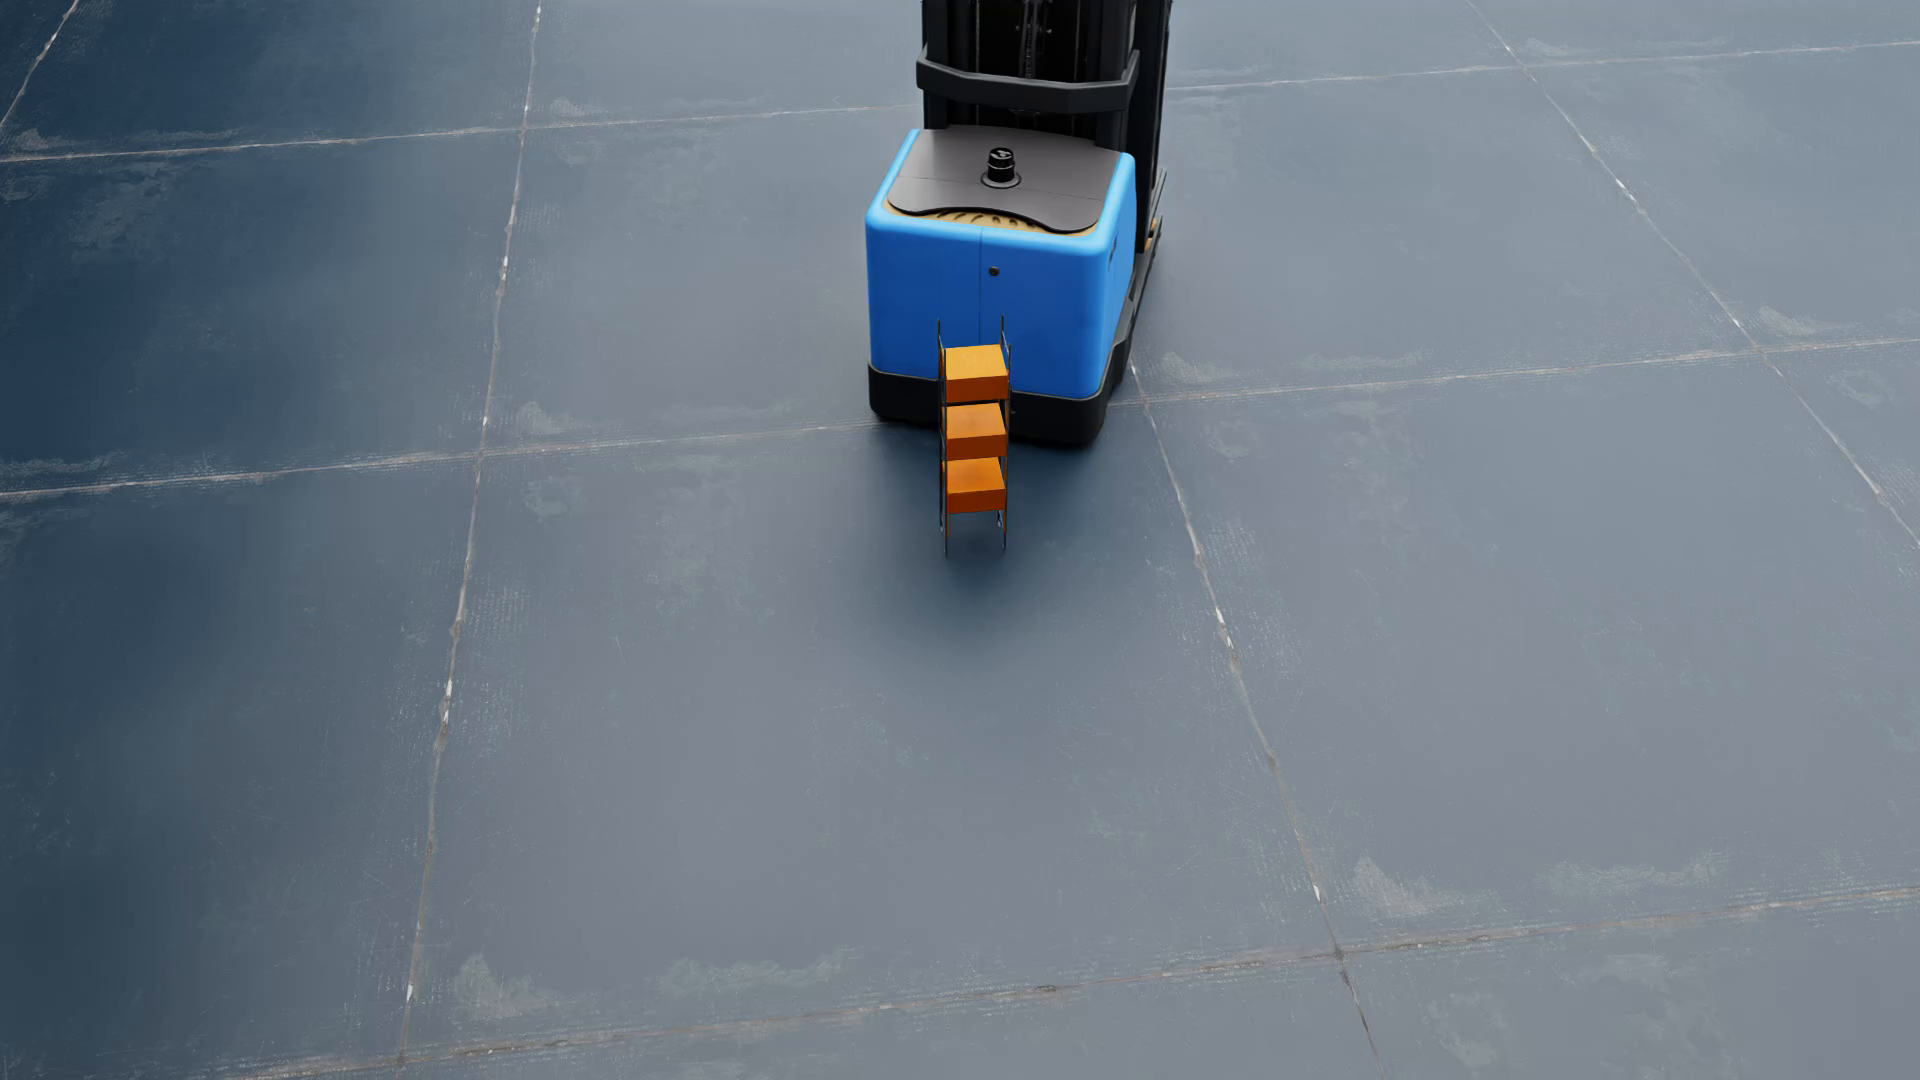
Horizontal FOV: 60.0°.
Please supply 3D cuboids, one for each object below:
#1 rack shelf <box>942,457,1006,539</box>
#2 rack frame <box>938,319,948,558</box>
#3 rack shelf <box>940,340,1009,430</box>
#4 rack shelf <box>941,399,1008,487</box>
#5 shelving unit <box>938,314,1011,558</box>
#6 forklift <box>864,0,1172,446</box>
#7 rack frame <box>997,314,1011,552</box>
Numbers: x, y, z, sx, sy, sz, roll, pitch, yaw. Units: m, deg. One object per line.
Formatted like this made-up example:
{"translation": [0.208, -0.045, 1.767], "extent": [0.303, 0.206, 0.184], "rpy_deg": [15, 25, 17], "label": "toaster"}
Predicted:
{"translation": [0.053, -0.180, 6.794], "extent": [0.240, 0.259, 0.215], "rpy_deg": [-5, 42, -6], "label": "rack shelf"}
{"translation": [-0.068, -0.384, 6.589], "extent": [0.008, 1.050, 0.200], "rpy_deg": [-5, 42, -6], "label": "rack frame"}
{"translation": [0.053, -0.597, 6.418], "extent": [0.240, 0.259, 0.215], "rpy_deg": [-5, 42, -6], "label": "rack shelf"}
{"translation": [0.053, -0.387, 6.608], "extent": [0.240, 0.259, 0.215], "rpy_deg": [-5, 42, -6], "label": "rack shelf"}
{"translation": [0.053, -0.394, 6.601], "extent": [0.252, 1.050, 0.215], "rpy_deg": [-5, 42, -6], "label": "shelving unit"}
{"translation": [0.422, -2.499, 7.529], "extent": [1.130, 2.935, 3.031], "rpy_deg": [9, 43, 10], "label": "forklift"}
{"translation": [0.174, -0.405, 6.612], "extent": [0.008, 1.050, 0.200], "rpy_deg": [-5, 42, -6], "label": "rack frame"}
